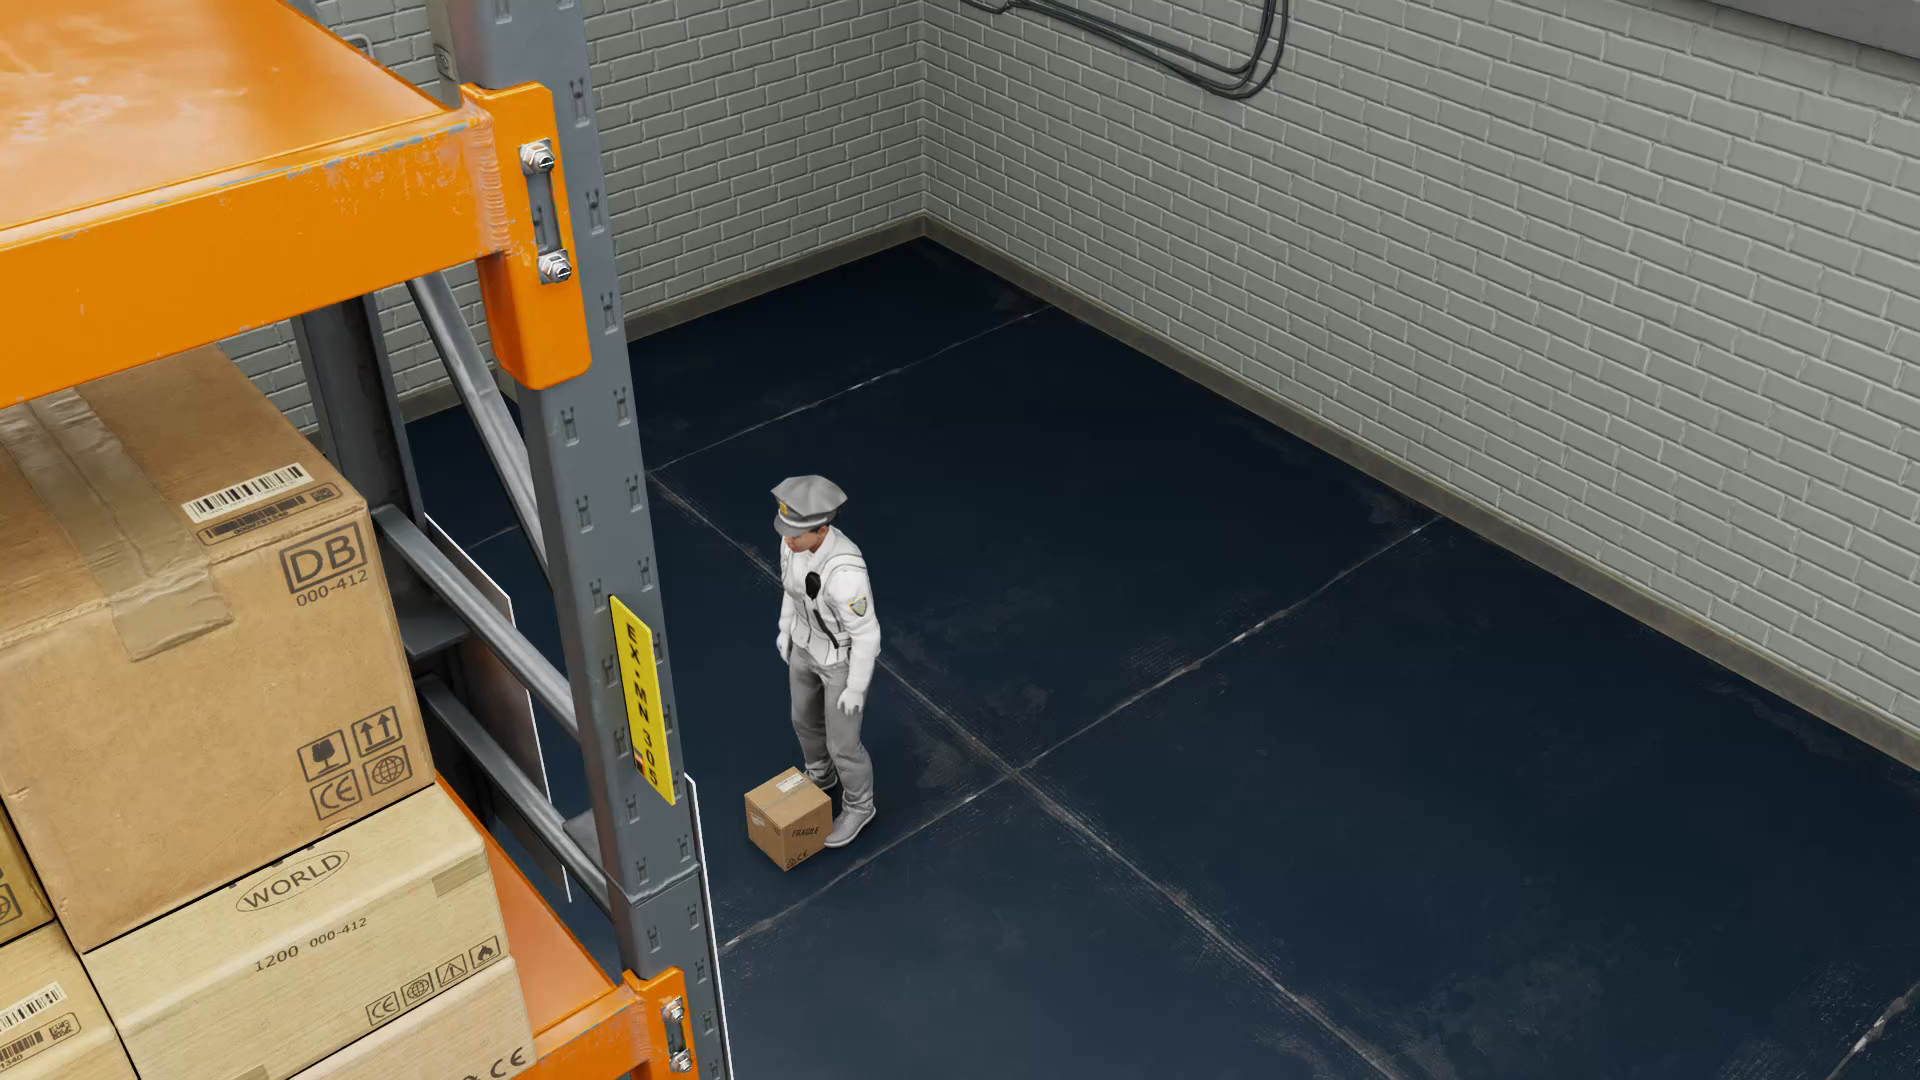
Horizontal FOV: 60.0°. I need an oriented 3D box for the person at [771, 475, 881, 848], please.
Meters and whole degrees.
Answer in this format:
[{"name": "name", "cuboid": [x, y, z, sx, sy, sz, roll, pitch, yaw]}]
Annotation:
[{"name": "person", "cuboid": [-0.515, 0.459, 6.444, 0.371, 1.663, 0.530, -26, 44, -31]}]
